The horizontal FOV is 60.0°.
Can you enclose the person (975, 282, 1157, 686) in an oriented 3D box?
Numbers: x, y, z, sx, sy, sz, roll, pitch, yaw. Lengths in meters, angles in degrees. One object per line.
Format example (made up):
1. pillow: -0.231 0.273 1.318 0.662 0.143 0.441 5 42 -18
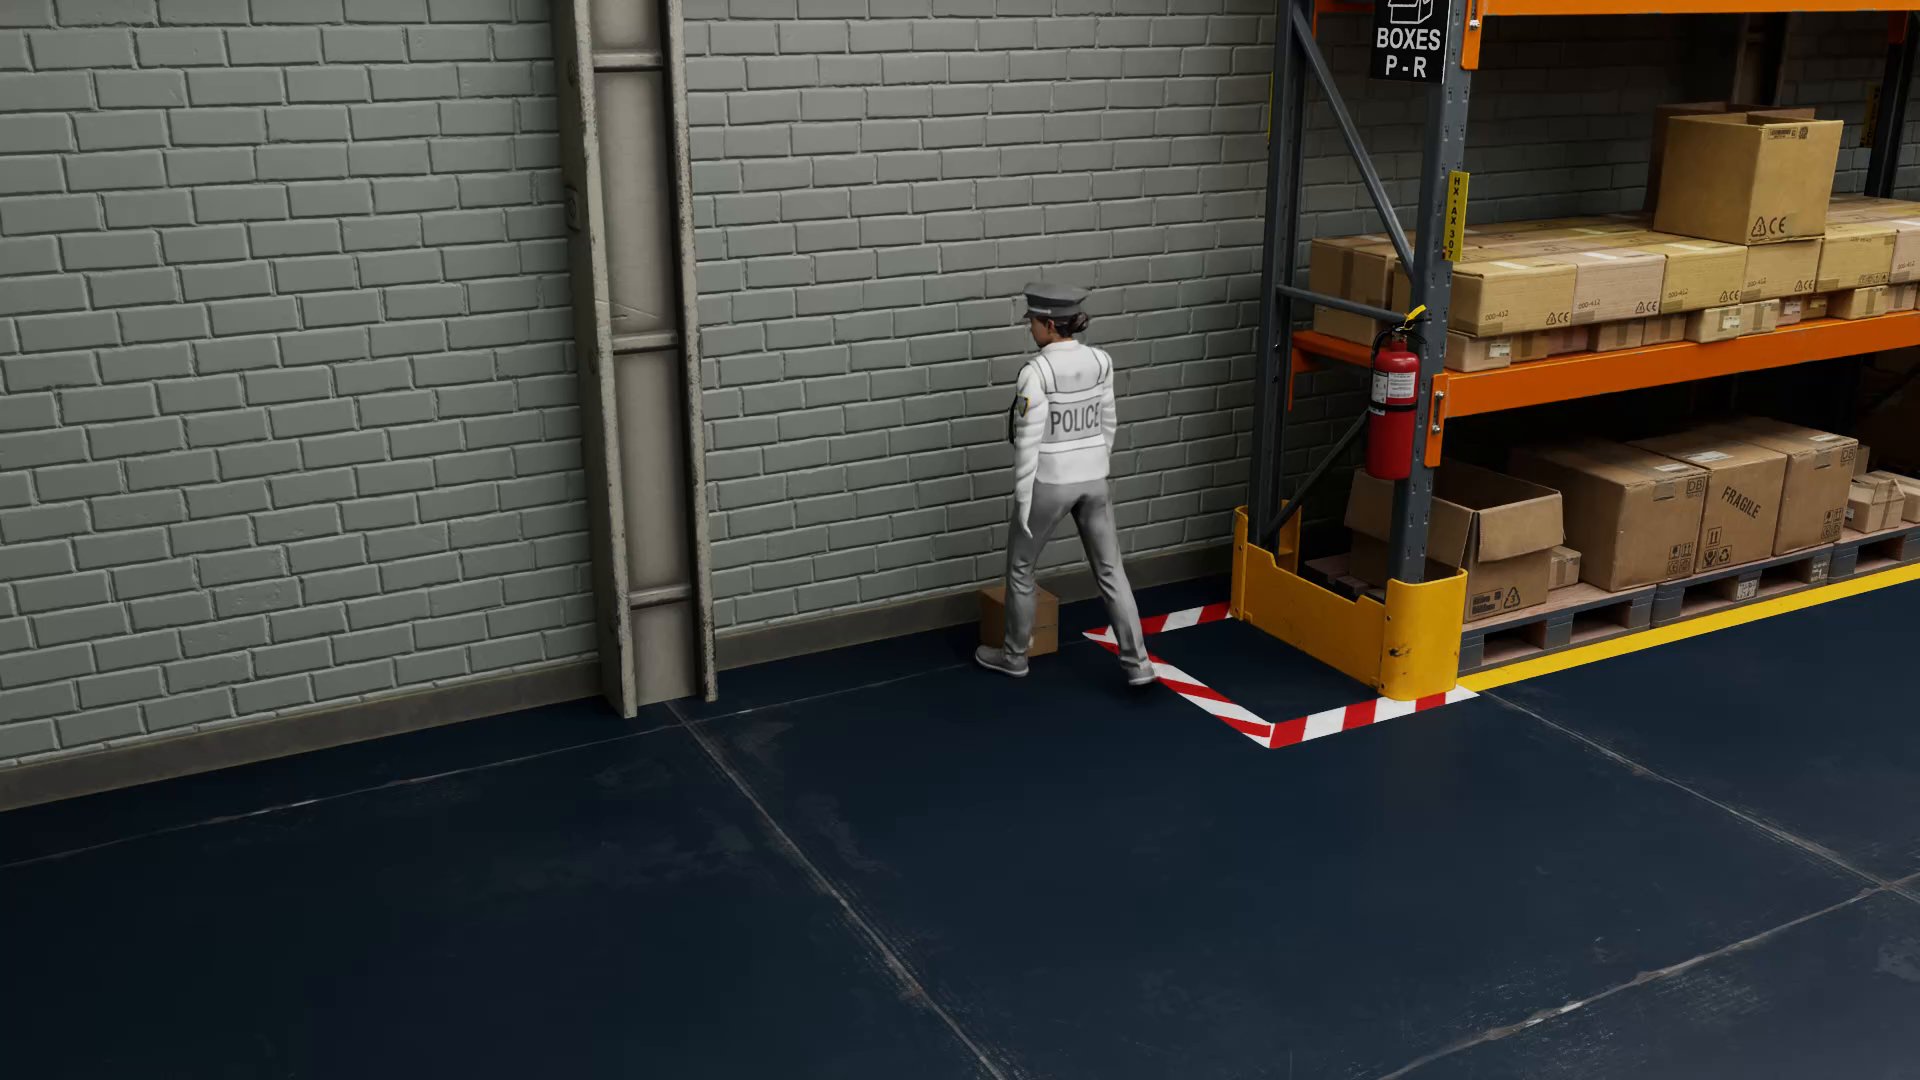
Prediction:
1. person: 0.457 -0.211 6.695 0.585 1.648 0.725 -10 21 -28
